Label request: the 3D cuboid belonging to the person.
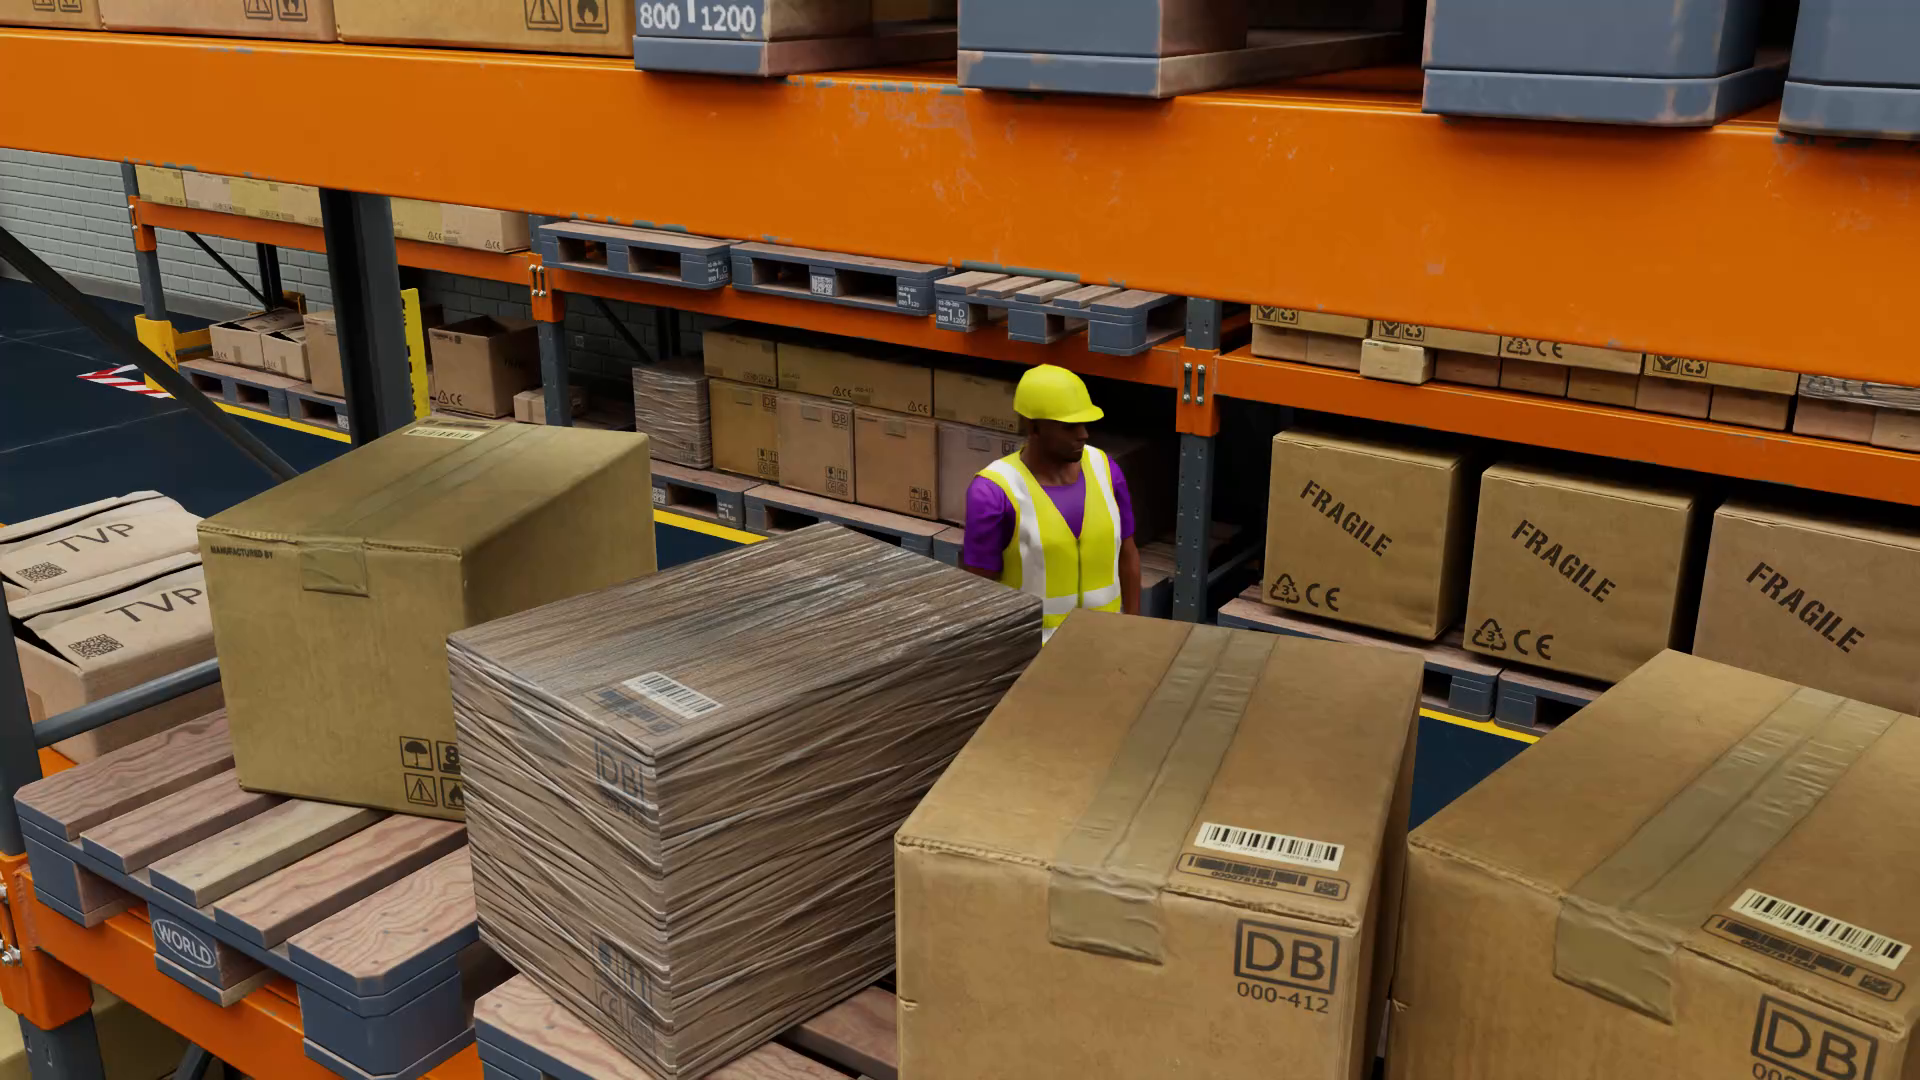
[{"bbox_3d":[0.336,0.324,5.168,0.598,1.738,0.840,-9,22,-25],"label":"person"}]
